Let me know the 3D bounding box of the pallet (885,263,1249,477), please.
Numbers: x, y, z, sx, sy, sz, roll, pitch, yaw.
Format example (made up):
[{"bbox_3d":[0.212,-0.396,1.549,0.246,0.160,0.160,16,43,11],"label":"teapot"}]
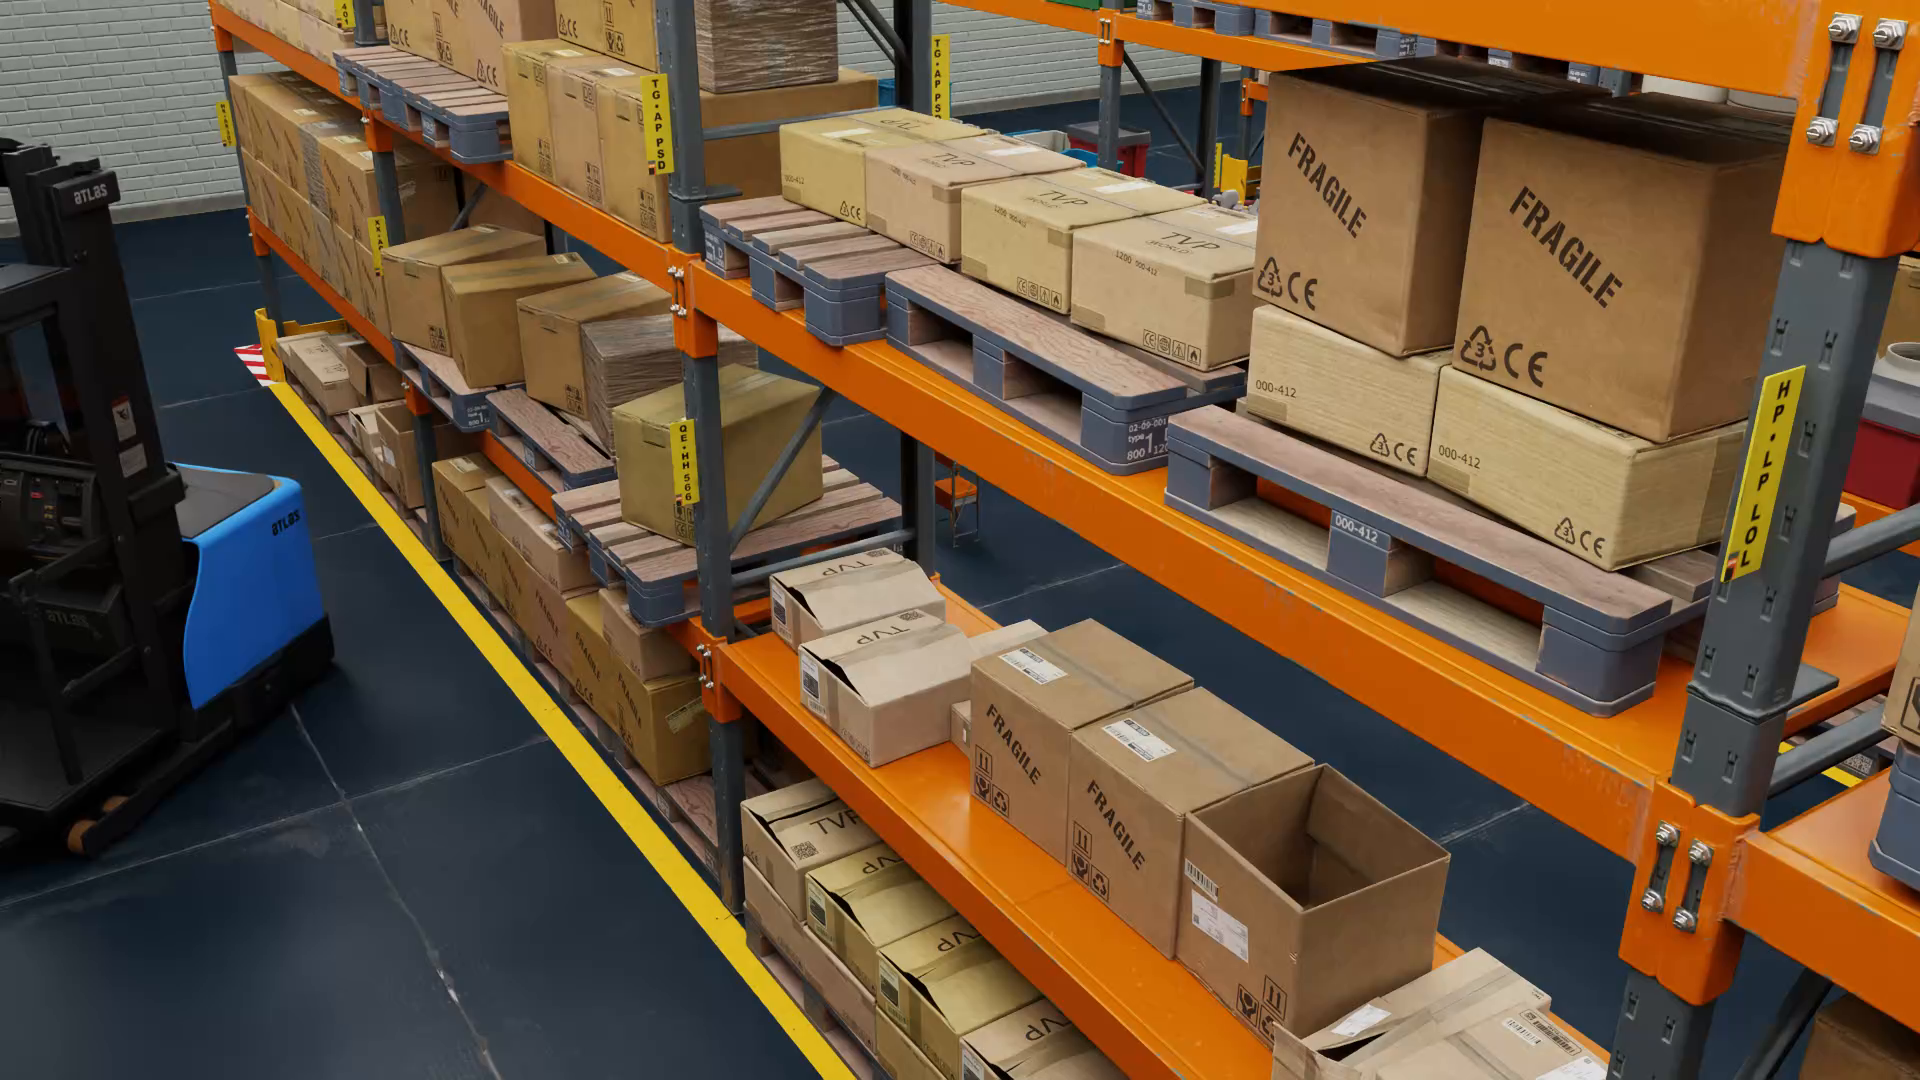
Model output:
[{"bbox_3d":[0.507,-0.572,4.656,1.003,0.211,1.213,-14,29,-27],"label":"pallet"}]

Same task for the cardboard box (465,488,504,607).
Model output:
[{"bbox_3d":[-2.374,-0.004,9.156,0.500,0.500,0.500,-15,29,-29],"label":"cardboard box"}]

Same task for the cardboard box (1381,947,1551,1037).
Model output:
[{"bbox_3d":[1.320,1.257,4.367,0.380,0.149,0.250,-16,29,-30],"label":"cardboard box"}]

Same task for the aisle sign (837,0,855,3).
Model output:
[{"bbox_3d":[-1.054,-5.069,14.428,0.394,0.787,0.004,-16,29,-30],"label":"aisle sign"}]

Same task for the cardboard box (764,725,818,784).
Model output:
[{"bbox_3d":[-0.560,0.780,7.497,0.500,0.500,0.500,-14,29,-27],"label":"cardboard box"}]

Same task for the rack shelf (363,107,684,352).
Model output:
[{"bbox_3d":[-1.643,-1.669,7.600,1.077,0.370,4.000,-16,29,-30],"label":"rack shelf"}]

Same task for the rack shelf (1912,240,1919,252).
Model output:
[{"bbox_3d":[6.659,-2.620,13.128,1.077,0.370,4.000,-16,29,-30],"label":"rack shelf"}]

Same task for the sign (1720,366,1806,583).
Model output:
[{"bbox_3d":[1.183,-0.094,2.448,0.100,0.325,0.005,-16,29,-30],"label":"sign"}]

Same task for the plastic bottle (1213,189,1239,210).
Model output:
[{"bbox_3d":[1.903,-2.384,11.932,0.152,0.276,0.135,-16,29,-30],"label":"plastic bottle"}]

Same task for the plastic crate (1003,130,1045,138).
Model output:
[{"bbox_3d":[0.570,-3.213,13.669,0.416,0.233,0.300,-16,29,-30],"label":"plastic crate"}]

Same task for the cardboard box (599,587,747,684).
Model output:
[{"bbox_3d":[-1.293,0.371,7.484,0.500,0.250,0.500,-14,29,-28],"label":"cardboard box"}]

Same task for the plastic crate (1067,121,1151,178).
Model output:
[{"bbox_3d":[1.140,-2.940,12.818,0.402,0.464,0.583,-16,29,-30],"label":"plastic crate"}]

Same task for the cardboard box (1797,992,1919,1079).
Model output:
[{"bbox_3d":[1.880,1.034,2.910,0.700,0.500,0.500,-15,29,-29],"label":"cardboard box"}]

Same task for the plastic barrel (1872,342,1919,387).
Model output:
[{"bbox_3d":[4.571,-0.657,7.997,0.421,0.512,0.421,0,25,0],"label":"plastic barrel"}]

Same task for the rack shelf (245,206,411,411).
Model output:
[{"bbox_3d":[-3.827,-1.743,11.271,1.077,0.370,4.000,-16,29,-30],"label":"rack shelf"}]

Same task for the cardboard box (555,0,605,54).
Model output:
[{"bbox_3d":[-1.341,-2.298,6.803,0.500,0.500,0.500,-16,29,-30],"label":"cardboard box"}]

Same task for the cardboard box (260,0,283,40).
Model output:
[{"bbox_3d":[-4.036,-3.292,10.371,0.500,0.250,0.500,-16,29,-30],"label":"cardboard box"}]

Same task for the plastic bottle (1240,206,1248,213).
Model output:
[{"bbox_3d":[2.011,-2.253,11.743,0.097,0.201,0.097,0,25,0],"label":"plastic bottle"}]

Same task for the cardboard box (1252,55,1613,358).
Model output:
[{"bbox_3d":[0.998,-0.737,3.590,0.500,0.500,0.500,-13,28,-25],"label":"cardboard box"}]

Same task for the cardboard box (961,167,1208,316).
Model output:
[{"bbox_3d":[0.348,-0.861,4.730,0.500,0.250,0.500,-16,30,-31],"label":"cardboard box"}]

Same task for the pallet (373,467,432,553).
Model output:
[{"bbox_3d":[-3.109,-0.338,10.718,1.003,0.211,1.213,-16,29,-30],"label":"pallet"}]

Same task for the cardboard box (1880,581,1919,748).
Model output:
[{"bbox_3d":[1.686,0.095,2.248,0.500,0.500,0.500,-13,28,-25],"label":"cardboard box"}]

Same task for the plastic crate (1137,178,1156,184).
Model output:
[{"bbox_3d":[1.283,-2.614,12.511,0.396,0.136,0.243,-16,29,-30],"label":"plastic crate"}]

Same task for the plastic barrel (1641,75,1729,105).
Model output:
[{"bbox_3d":[3.514,-2.300,7.963,0.421,0.512,0.421,0,25,0],"label":"plastic barrel"}]

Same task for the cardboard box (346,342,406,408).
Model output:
[{"bbox_3d":[-3.765,-1.094,11.462,0.797,0.503,0.637,-16,29,-30],"label":"cardboard box"}]

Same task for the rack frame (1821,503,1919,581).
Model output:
[{"bbox_3d":[1.630,-1.204,2.259,0.949,2.616,0.053,-16,29,-30],"label":"rack frame"}]

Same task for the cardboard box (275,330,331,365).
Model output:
[{"bbox_3d":[-4.978,-1.464,12.661,0.380,0.149,0.250,-16,29,-30],"label":"cardboard box"}]

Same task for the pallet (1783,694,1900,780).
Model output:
[{"bbox_3d":[4.653,0.908,8.080,1.003,0.211,1.213,-16,29,-30],"label":"pallet"}]

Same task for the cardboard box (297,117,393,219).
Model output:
[{"bbox_3d":[-3.785,-2.334,10.392,0.500,0.500,0.500,-15,29,-29],"label":"cardboard box"}]

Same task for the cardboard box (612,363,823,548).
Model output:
[{"bbox_3d":[-0.990,-0.356,6.882,0.500,0.500,0.700,18,31,33],"label":"cardboard box"}]

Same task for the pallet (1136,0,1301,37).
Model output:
[{"bbox_3d":[1.927,-3.519,10.899,1.213,0.211,1.003,-16,29,-30],"label":"pallet"}]

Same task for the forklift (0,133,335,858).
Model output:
[{"bbox_3d":[-4.219,-0.121,7.074,1.130,2.935,3.031,7,26,15],"label":"forklift"}]

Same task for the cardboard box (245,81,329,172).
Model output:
[{"bbox_3d":[-4.605,-2.876,11.539,0.500,0.500,0.500,-15,29,-29],"label":"cardboard box"}]

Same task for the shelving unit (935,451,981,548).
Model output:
[{"bbox_3d":[-0.029,-0.494,10.066,0.215,1.050,0.252,-16,29,-30],"label":"shelving unit"}]

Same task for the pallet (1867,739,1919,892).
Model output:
[{"bbox_3d":[2.120,0.491,2.286,1.003,0.211,1.213,-16,29,-30],"label":"pallet"}]

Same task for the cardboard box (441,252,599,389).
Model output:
[{"bbox_3d":[-2.235,-1.135,8.532,0.700,0.500,0.500,-11,27,-21],"label":"cardboard box"}]

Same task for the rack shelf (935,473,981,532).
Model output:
[{"bbox_3d":[-0.029,-0.233,10.190,0.215,0.259,0.240,-16,29,-30],"label":"rack shelf"}]

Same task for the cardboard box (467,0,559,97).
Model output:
[{"bbox_3d":[-1.791,-2.316,7.402,0.600,0.600,0.600,-17,30,-32],"label":"cardboard box"}]

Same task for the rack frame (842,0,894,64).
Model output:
[{"bbox_3d":[-0.766,-3.937,15.075,1.000,3.000,0.127,-16,29,-30],"label":"rack frame"}]

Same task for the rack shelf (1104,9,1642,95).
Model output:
[{"bbox_3d":[2.509,-2.822,10.043,1.077,0.370,4.000,-16,29,-30],"label":"rack shelf"}]

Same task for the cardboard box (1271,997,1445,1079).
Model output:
[{"bbox_3d":[0.998,1.298,4.145,0.396,0.266,0.258,-16,30,-31],"label":"cardboard box"}]

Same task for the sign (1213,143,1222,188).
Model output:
[{"bbox_3d":[1.879,-2.759,12.256,0.100,0.325,0.005,-16,29,-30],"label":"sign"}]

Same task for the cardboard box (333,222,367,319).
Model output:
[{"bbox_3d":[-3.505,-1.701,10.223,0.500,0.500,0.500,-15,29,-28],"label":"cardboard box"}]

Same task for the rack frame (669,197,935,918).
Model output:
[{"bbox_3d":[-0.551,0.078,6.572,1.000,3.000,0.127,-16,29,-30],"label":"rack frame"}]

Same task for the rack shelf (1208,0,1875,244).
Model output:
[{"bbox_3d":[0.541,-1.414,4.014,1.077,0.370,4.000,-16,29,-30],"label":"rack shelf"}]

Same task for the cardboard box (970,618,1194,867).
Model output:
[{"bbox_3d":[0.378,0.629,5.287,0.500,0.500,0.500,-17,30,-32],"label":"cardboard box"}]

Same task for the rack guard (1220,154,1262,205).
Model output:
[{"bbox_3d":[3.370,-3.969,18.072,1.175,0.500,0.348,-16,29,-30],"label":"rack guard"}]

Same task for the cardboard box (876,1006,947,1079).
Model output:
[{"bbox_3d":[0.053,1.751,5.756,0.500,0.250,0.500,-16,30,-31],"label":"cardboard box"}]

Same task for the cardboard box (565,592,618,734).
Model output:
[{"bbox_3d":[-1.541,0.544,7.996,0.500,0.500,0.500,-17,30,-31],"label":"cardboard box"}]

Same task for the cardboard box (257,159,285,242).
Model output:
[{"bbox_3d":[-4.611,-2.425,11.757,0.500,0.500,0.500,-16,30,-30],"label":"cardboard box"}]

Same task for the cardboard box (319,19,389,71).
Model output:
[{"bbox_3d":[-3.223,-2.754,9.231,0.500,0.250,0.500,-16,29,-30],"label":"cardboard box"}]
